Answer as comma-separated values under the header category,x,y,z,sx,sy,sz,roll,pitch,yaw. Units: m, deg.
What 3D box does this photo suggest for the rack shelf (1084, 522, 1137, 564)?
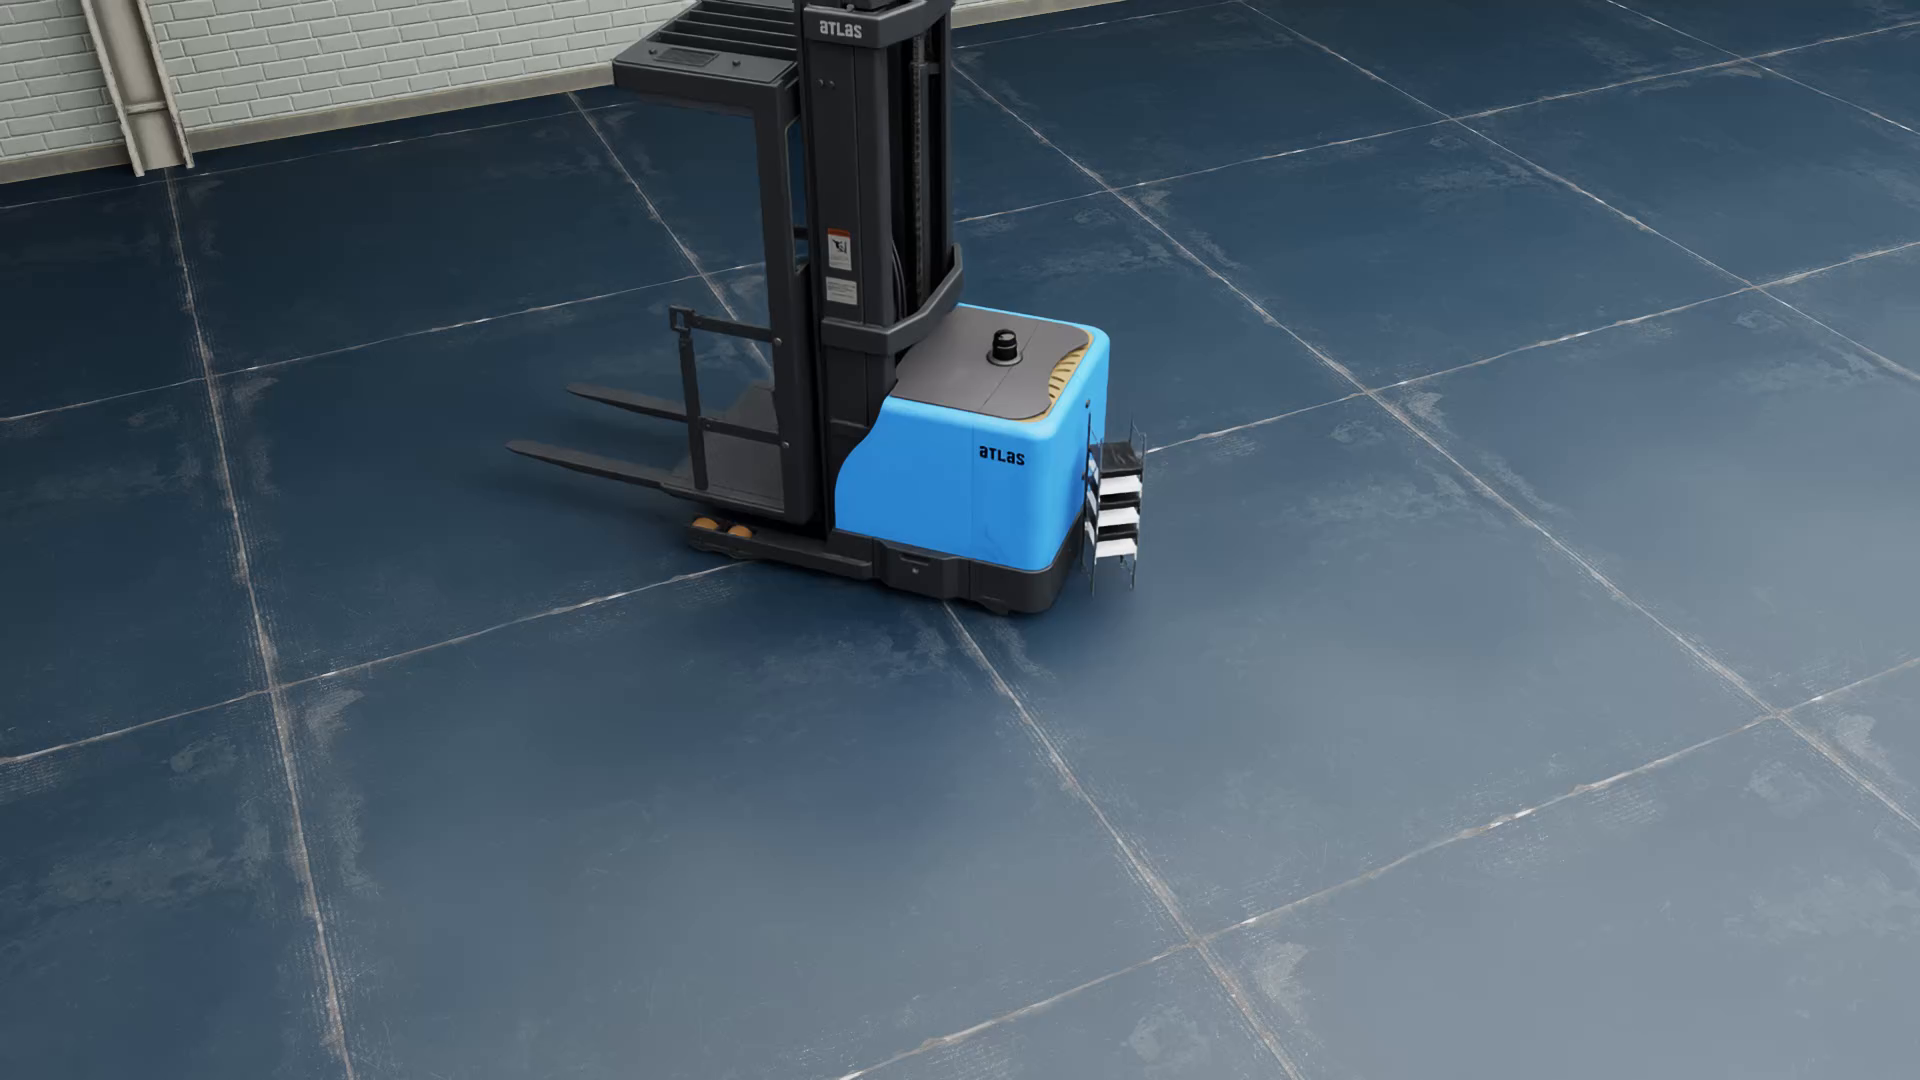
category,x,y,z,sx,sy,sz,roll,pitch,yaw
rack shelf,0.719,0.001,7.994,0.200,0.077,0.258,-6,37,-8

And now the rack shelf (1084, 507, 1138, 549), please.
category,x,y,z,sx,sy,sz,roll,pitch,yaw
rack shelf,0.719,-0.071,7.940,0.200,0.077,0.258,-6,37,-8

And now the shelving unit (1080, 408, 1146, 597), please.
category,x,y,z,sx,sy,sz,roll,pitch,yaw
shelving unit,0.719,-0.170,7.867,0.210,0.900,0.258,-6,37,-8

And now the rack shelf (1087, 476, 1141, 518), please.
category,x,y,z,sx,sy,sz,roll,pitch,yaw
rack shelf,0.719,-0.215,7.833,0.200,0.077,0.258,-6,37,-8

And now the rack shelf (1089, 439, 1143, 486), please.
category,x,y,z,sx,sy,sz,roll,pitch,yaw
rack shelf,0.719,-0.360,7.726,0.200,0.077,0.258,-6,37,-8

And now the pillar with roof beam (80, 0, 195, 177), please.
category,x,y,z,sx,sy,sz,roll,pitch,yaw
pillar with roof beam,-3.953,-4.024,6.265,0.400,9.000,9.100,-16,39,-20

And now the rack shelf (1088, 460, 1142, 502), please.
category,x,y,z,sx,sy,sz,roll,pitch,yaw
rack shelf,0.719,-0.288,7.779,0.200,0.077,0.258,-6,37,-8

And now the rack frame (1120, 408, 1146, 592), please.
category,x,y,z,sx,sy,sz,roll,pitch,yaw
rack frame,0.819,-0.181,7.882,0.006,0.900,0.240,-6,37,-8

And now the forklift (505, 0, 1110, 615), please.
category,x,y,z,sx,sy,sz,roll,pitch,yaw
forklift,-0.842,-1.362,7.769,3.031,2.935,1.130,12,38,16

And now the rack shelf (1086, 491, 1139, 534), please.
category,x,y,z,sx,sy,sz,roll,pitch,yaw
rack shelf,0.719,-0.143,7.887,0.200,0.077,0.258,-6,37,-8

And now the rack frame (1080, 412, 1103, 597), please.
category,x,y,z,sx,sy,sz,roll,pitch,yaw
rack frame,0.619,-0.159,7.852,0.006,0.900,0.240,-6,37,-8
